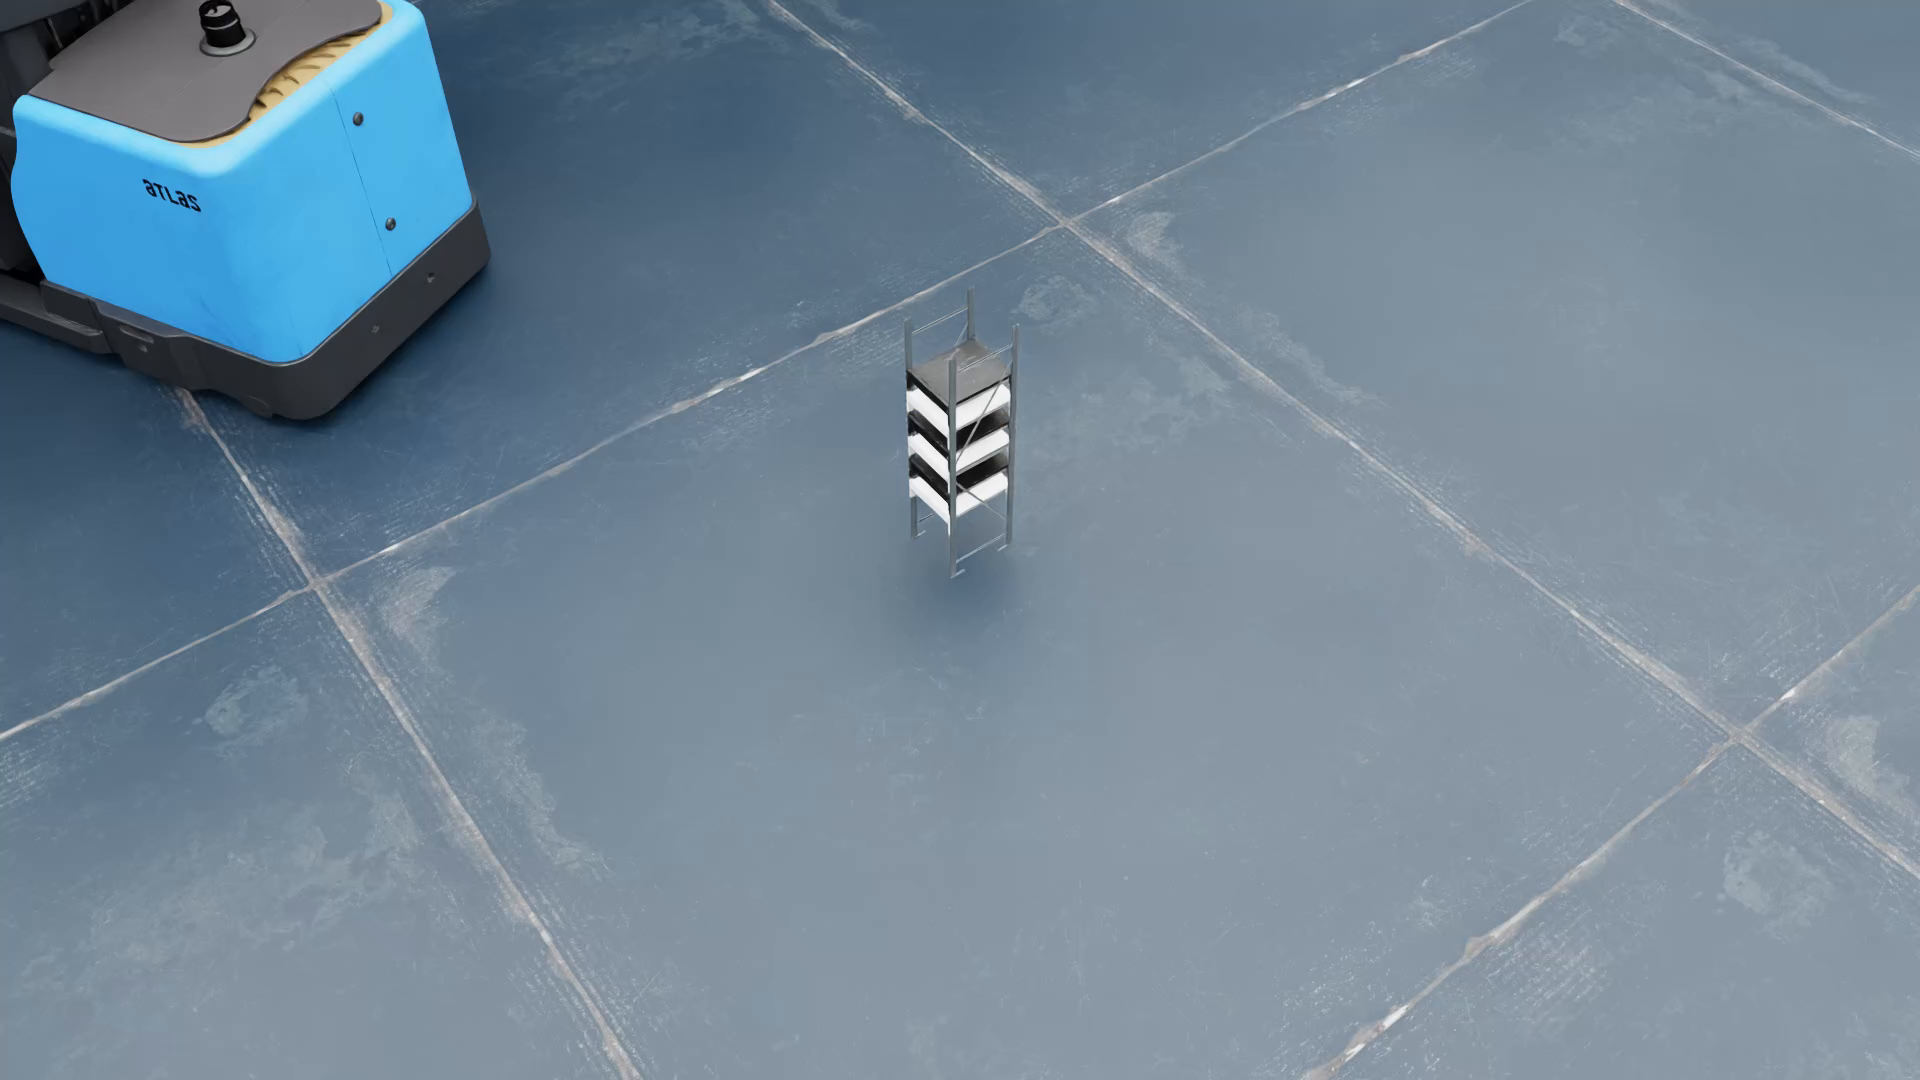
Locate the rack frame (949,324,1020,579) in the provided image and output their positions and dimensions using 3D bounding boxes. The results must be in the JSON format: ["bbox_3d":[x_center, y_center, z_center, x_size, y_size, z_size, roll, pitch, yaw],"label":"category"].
[{"bbox_3d":[0.066,-0.237,4.858,0.240,0.900,0.006,-29,54,-24],"label":"rack frame"}]

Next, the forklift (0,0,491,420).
[{"bbox_3d":[-3.278,-2.141,5.212,3.031,2.935,1.130,19,51,17],"label":"forklift"}]

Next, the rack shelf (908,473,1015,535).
[{"bbox_3d":[0.005,-0.154,5.070,0.258,0.077,0.200,-29,54,-24],"label":"rack shelf"}]

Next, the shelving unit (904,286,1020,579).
[{"bbox_3d":[0.005,-0.297,4.912,0.258,0.900,0.210,-29,54,-24],"label":"shelving unit"}]

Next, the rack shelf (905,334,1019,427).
[{"bbox_3d":[0.005,-0.456,4.737,0.258,0.077,0.200,-29,54,-24],"label":"rack shelf"}]

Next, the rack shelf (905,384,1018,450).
[{"bbox_3d":[0.005,-0.396,4.804,0.258,0.077,0.200,-29,54,-24],"label":"rack shelf"}]

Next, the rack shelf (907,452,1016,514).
[{"bbox_3d":[0.005,-0.215,5.004,0.258,0.077,0.200,-29,54,-24],"label":"rack shelf"}]

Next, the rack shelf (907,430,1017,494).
[{"bbox_3d":[0.005,-0.275,4.937,0.258,0.077,0.200,-29,54,-24],"label":"rack shelf"}]

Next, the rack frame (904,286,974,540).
[{"bbox_3d":[-0.057,-0.357,4.967,0.240,0.900,0.006,-29,54,-24],"label":"rack frame"}]

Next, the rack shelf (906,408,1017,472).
[{"bbox_3d":[0.005,-0.336,4.870,0.258,0.077,0.200,-29,54,-24],"label":"rack shelf"}]
